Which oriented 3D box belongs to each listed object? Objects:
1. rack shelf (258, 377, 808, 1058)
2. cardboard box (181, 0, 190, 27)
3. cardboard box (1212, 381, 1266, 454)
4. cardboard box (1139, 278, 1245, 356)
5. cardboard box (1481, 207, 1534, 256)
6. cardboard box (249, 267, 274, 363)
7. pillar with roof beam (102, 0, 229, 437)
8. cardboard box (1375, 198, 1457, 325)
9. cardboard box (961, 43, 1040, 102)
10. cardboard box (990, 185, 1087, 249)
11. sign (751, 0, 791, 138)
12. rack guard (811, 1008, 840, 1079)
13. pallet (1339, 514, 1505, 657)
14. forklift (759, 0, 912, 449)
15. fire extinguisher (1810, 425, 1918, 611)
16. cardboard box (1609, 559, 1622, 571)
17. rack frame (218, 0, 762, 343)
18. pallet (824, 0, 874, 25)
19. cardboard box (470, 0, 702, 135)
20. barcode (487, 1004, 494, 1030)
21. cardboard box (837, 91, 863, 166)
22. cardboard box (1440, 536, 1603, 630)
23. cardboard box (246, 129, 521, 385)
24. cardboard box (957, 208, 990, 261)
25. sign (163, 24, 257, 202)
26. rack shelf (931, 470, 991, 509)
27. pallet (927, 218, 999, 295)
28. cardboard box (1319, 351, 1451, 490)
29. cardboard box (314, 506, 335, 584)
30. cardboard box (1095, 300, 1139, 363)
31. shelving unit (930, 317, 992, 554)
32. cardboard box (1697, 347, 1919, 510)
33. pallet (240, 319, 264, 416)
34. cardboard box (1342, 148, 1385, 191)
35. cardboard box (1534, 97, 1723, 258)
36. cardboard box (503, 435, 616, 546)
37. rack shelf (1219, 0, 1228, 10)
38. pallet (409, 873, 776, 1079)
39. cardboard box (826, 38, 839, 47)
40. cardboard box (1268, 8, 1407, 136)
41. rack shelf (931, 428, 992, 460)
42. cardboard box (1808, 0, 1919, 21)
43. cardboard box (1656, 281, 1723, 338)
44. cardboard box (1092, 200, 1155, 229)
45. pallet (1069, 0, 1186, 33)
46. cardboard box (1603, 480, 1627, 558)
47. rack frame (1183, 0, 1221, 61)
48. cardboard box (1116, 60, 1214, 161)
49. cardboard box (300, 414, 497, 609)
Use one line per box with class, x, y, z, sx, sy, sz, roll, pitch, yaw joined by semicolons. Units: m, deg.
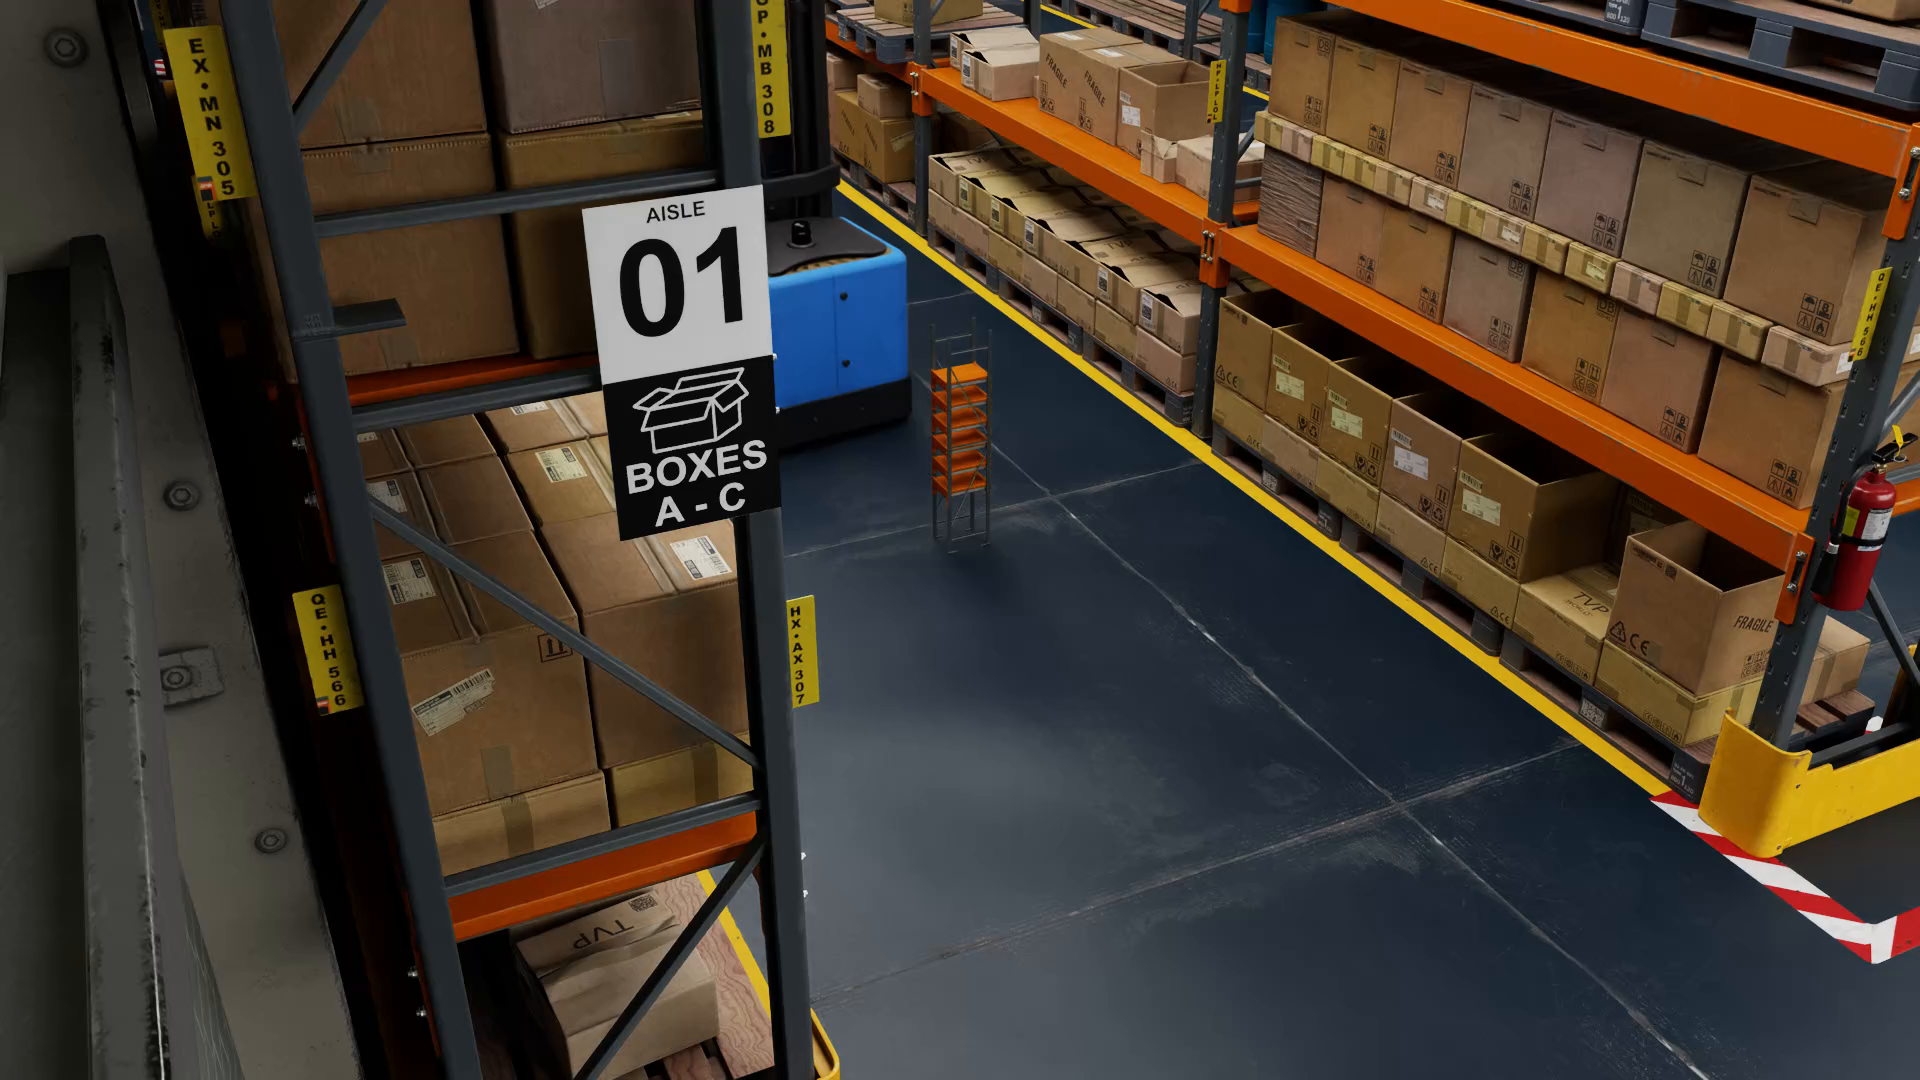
rack shelf;-1.765;0.214;6.037;1.077;0.370;4.000;-13;32;-22
cardboard box;-2.420;-1.842;5.778;0.500;0.500;0.500;-12;31;-20
cardboard box;1.774;-0.740;9.386;0.500;0.250;0.500;-13;32;-22
cardboard box;1.416;-1.372;9.939;0.500;0.311;0.500;-13;32;-22
cardboard box;2.563;-1.398;7.411;0.380;0.149;0.250;-14;32;-23
cardboard box;-2.610;-1.002;6.837;0.500;0.500;0.500;-14;32;-23
pillar with roof beam;-0.675;-5.515;9.385;9.100;9.000;0.400;-13;32;-22
cardboard box;2.490;-1.420;8.113;0.700;0.500;0.500;-13;32;-21
cardboard box;0.341;-3.317;11.690;0.500;0.311;0.500;-13;32;-23
cardboard box;0.542;-2.271;11.543;0.500;0.311;0.500;-14;32;-23
sign;-0.416;-1.020;3.542;0.100;0.325;0.005;-13;32;-22
rack guard;-0.939;1.840;4.957;1.175;0.500;0.348;-13;32;-22
pallet;2.681;0.091;8.372;1.003;0.211;1.213;-13;32;-22
forklift;-1.485;-2.472;10.162;1.130;2.935;3.031;-17;33;-27
fire extinguisher;3.198;-0.075;5.895;0.296;0.674;0.183;-13;32;-22
cardboard box;3.319;0.254;7.612;0.500;0.250;0.500;-13;32;-22
rack frame;-0.906;-1.833;2.818;1.000;3.000;0.127;-13;32;-22
pallet;-0.707;-4.566;14.023;1.003;0.211;1.213;-13;32;-22
cardboard box;-0.852;-1.234;3.673;0.500;0.500;0.500;-16;33;-25
barcode;-1.491;1.512;5.277;0.001;0.075;0.075;-13;32;-22
cardboard box;-0.703;-3.486;14.006;0.500;0.500;0.500;-14;32;-24
cardboard box;2.628;0.144;7.808;0.500;0.250;0.500;-13;32;-22
cardboard box;-1.314;-0.708;3.757;0.500;0.500;0.500;-11;31;-18
cardboard box;0.308;-2.261;12.097;0.500;0.250;0.500;-14;32;-23
sign;-1.416;-0.803;3.144;0.100;0.325;0.005;-13;32;-22
rack shelf;0.006;-0.269;8.584;0.258;0.103;0.180;-13;32;-22
pallet;0.450;-2.204;12.465;1.003;0.211;1.213;-13;32;-22
cardboard box;2.195;-0.624;8.411;0.500;0.500;0.500;-13;32;-22
cardboard box;-1.953;0.004;5.810;0.500;0.250;0.500;-13;32;-21
cardboard box;1.194;-1.355;10.482;0.500;0.250;0.500;-14;32;-23
shelving unit;0.006;-0.517;8.445;0.258;1.200;0.189;-13;32;-22
cardboard box;3.378;-0.511;6.492;0.700;0.500;0.500;-13;32;-22
pallet;-4.006;-1.189;10.654;1.003;0.211;1.213;-13;32;-22
cardboard box;2.124;-1.852;8.221;0.380;0.149;0.250;-13;32;-22
cardboard box;2.907;-1.554;7.025;0.700;0.500;0.500;-13;32;-22
cardboard box;-1.043;0.019;5.016;0.500;0.500;0.500;-13;32;-22
rack shelf;0.991;-3.903;10.312;1.077;0.370;4.000;-13;32;-22
pallet;-1.255;1.600;5.681;1.003;0.211;1.213;-13;32;-22
cardboard box;-1.168;-4.281;14.657;0.500;0.250;0.500;-13;32;-22
cardboard box;2.045;-2.440;8.606;0.700;0.500;0.500;-13;32;-22
rack shelf;0.006;-0.478;8.467;0.258;0.103;0.180;-13;32;-22
cardboard box;3.324;-2.111;5.702;0.797;0.503;0.637;-11;31;-19
cardboard box;3.007;-0.942;6.597;0.380;0.149;0.250;-14;32;-23
cardboard box;1.236;-2.167;11.357;0.500;0.311;0.500;-12;32;-21
pallet;2.012;-6.238;19.658;1.003;0.211;1.213;-13;32;-22
cardboard box;3.095;-0.291;7.818;0.500;0.500;0.500;-13;32;-22
rack frame;2.890;-6.597;17.449;1.000;3.000;0.127;-13;32;-22
cardboard box;1.308;-2.644;10.296;0.500;0.500;0.500;-11;31;-18
cardboard box;-1.733;-0.102;5.232;0.500;0.500;0.500;-14;32;-23
